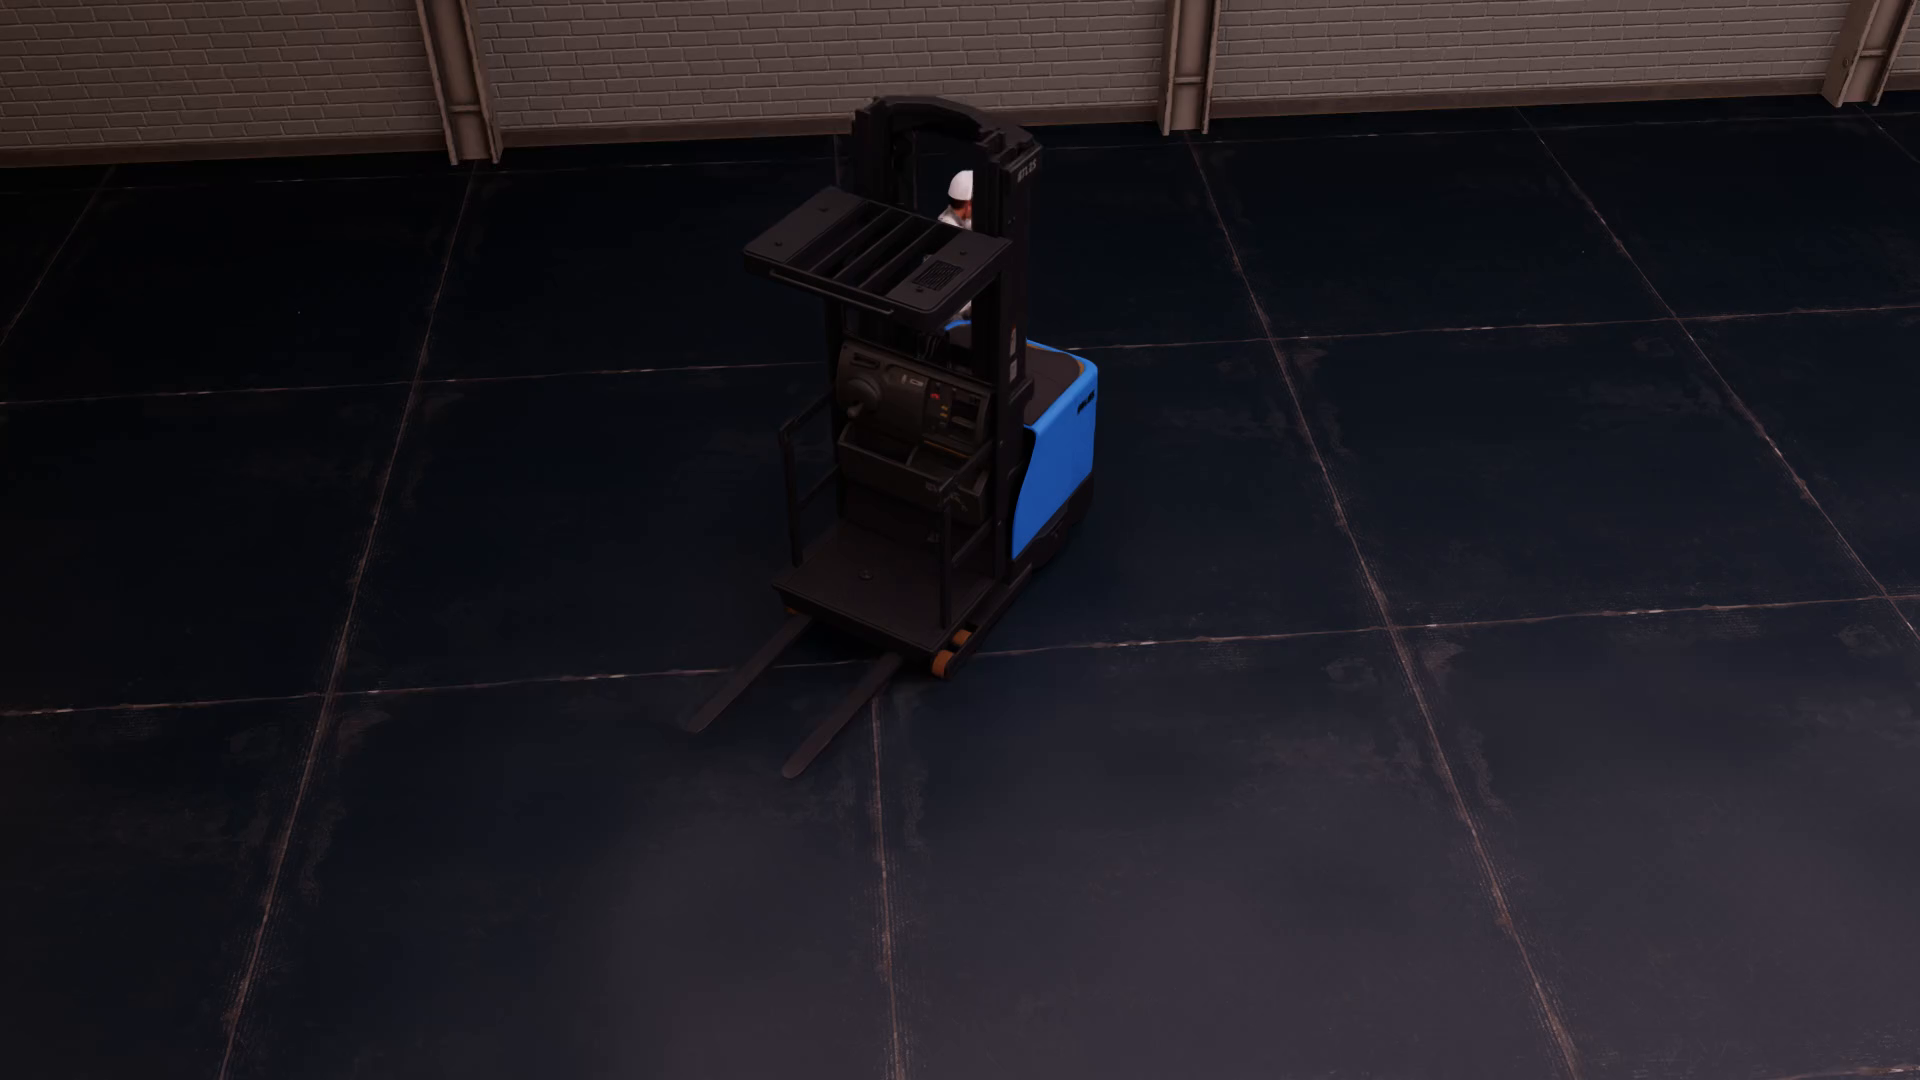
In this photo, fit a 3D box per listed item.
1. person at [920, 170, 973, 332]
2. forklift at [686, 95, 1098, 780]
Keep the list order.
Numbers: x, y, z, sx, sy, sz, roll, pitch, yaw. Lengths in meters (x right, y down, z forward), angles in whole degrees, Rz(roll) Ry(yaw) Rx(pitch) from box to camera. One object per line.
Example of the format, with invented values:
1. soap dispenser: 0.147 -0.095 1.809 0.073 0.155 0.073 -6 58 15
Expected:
1. person: -0.041 -1.561 10.705 0.486 1.743 0.850 8 41 10
2. forklift: -0.365 -0.683 8.736 1.130 2.935 3.031 21 45 23
